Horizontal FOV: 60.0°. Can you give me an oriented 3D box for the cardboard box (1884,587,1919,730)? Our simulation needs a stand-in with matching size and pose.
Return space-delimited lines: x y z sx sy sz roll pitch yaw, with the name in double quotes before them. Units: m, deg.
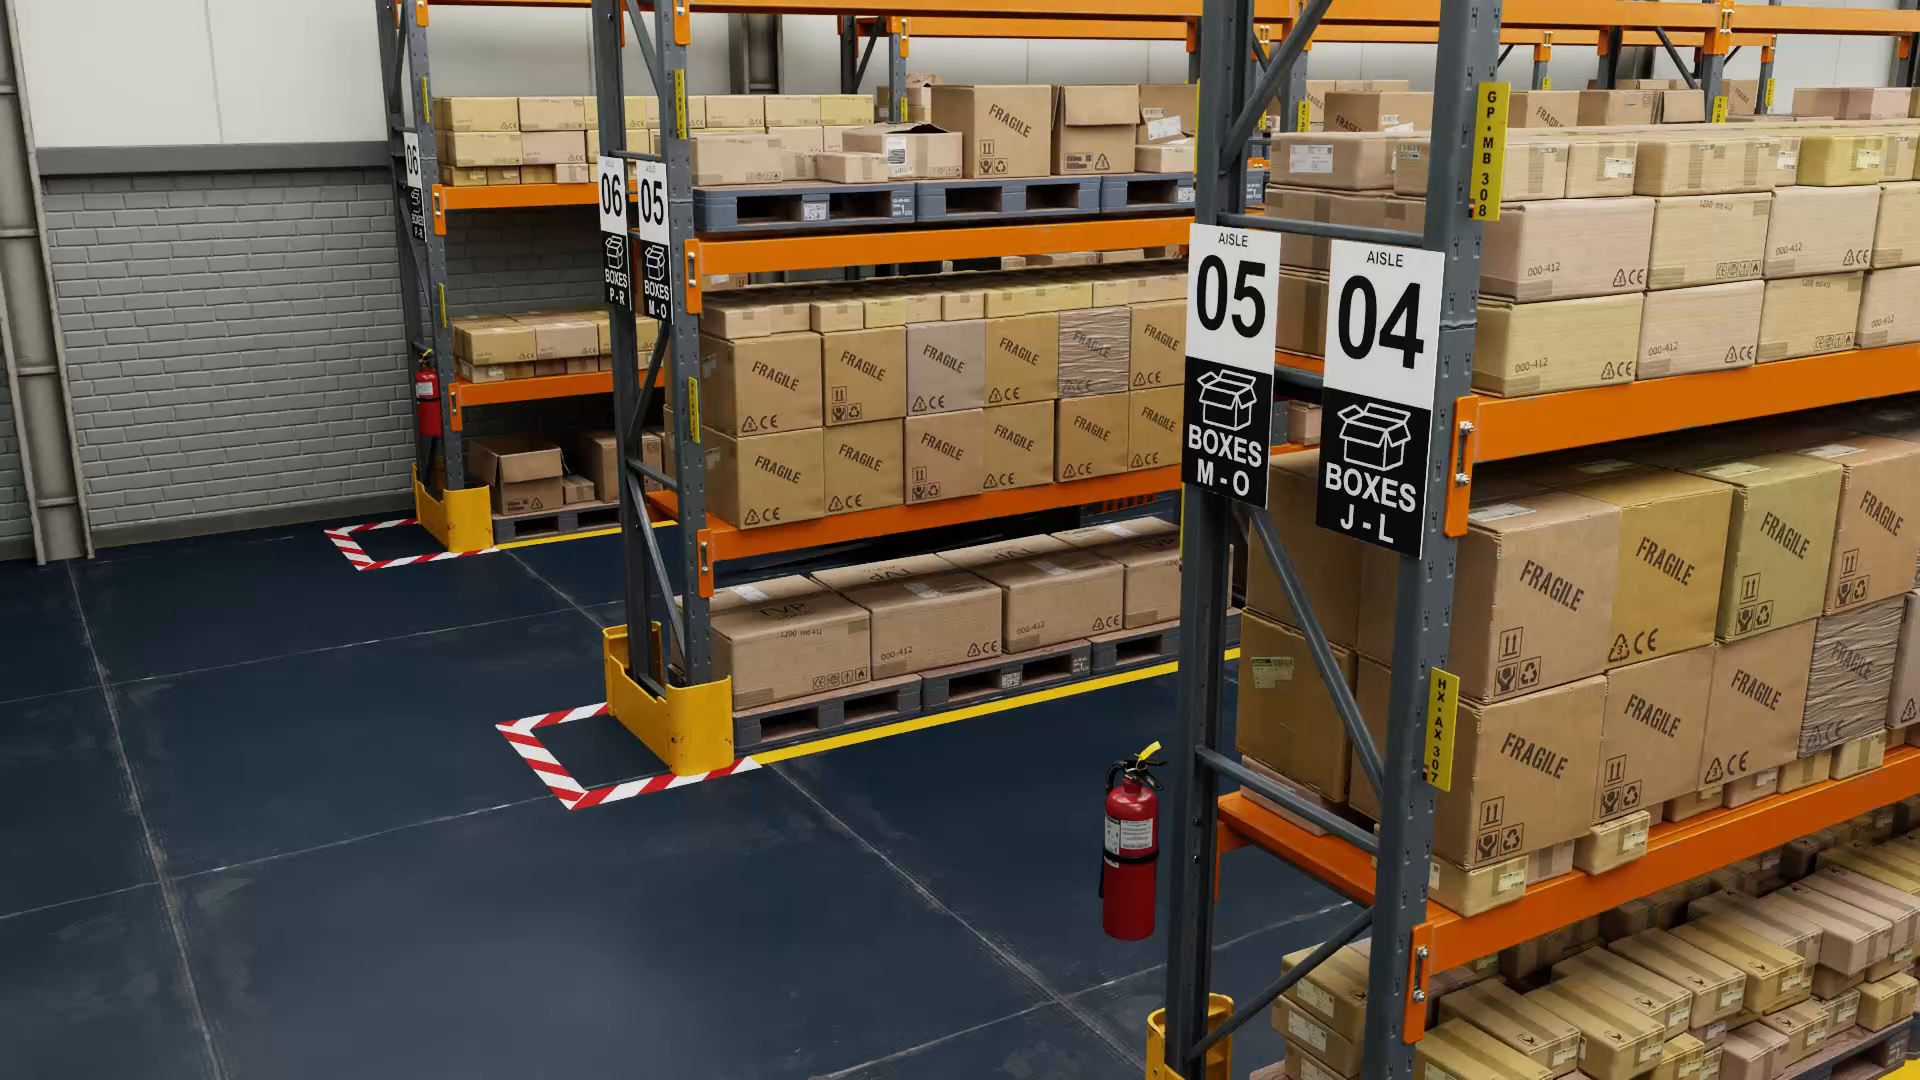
"cardboard box" 3.289 0.323 5.963 0.500 0.500 0.500 -9 18 -30

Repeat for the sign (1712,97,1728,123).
"sign" 5.502 -3.048 12.063 0.005 0.325 0.100 -9 18 -30

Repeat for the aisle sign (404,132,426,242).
"aisle sign" -4.101 -2.656 12.511 0.004 0.787 0.394 -9 18 -30

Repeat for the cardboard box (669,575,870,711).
"cardboard box" -1.120 0.583 9.743 0.875 0.438 0.875 -10 18 -32

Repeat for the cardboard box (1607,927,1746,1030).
"cardboard box" 2.495 1.526 5.811 0.250 0.149 0.380 -8 18 -28

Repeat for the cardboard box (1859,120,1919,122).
"cardboard box" 3.620 -1.501 6.263 0.250 0.149 0.380 -9 18 -30

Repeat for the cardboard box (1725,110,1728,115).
"cardboard box" 8.968 -5.094 19.970 0.250 0.149 0.380 -10 18 -31

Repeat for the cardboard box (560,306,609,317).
"cardboard box" -3.066 -1.817 14.062 0.500 0.250 0.500 -9 18 -28

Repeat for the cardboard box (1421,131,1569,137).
"cardboard box" 1.617 -1.169 5.079 0.250 0.149 0.380 -10 18 -31

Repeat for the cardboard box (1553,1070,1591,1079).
"cardboard box" 1.847 1.786 5.433 0.250 0.149 0.380 -9 18 -30

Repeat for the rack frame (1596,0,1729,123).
"rack frame" 5.224 -4.335 12.201 0.127 3.000 1.000 -9 18 -30

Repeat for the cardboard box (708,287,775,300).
"cardboard box" -1.224 -1.313 9.297 0.250 0.149 0.380 -9 18 -29

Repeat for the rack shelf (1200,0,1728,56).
"rack shelf" 3.509 -3.518 11.360 4.000 0.370 1.077 -9 18 -30

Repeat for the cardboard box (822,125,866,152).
"cardboard box" -1.049 -3.428 14.251 0.500 0.250 0.500 -9 18 -30

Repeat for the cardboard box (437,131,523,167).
"cardboard box" -3.672 -2.996 12.708 0.500 0.250 0.500 -9 18 -30

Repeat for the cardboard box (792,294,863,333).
"cardboard box" -0.717 -1.224 8.978 0.250 0.149 0.380 -9 18 -28

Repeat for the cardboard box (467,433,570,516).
"cardboard box" -3.620 -0.545 13.644 0.637 0.503 0.797 -10 19 -32

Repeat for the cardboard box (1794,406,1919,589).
"cardboard box" 3.281 -0.163 5.844 0.500 0.500 0.500 -9 18 -28

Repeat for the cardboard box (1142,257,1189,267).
"cardboard box" 1.391 -1.748 10.849 0.250 0.149 0.380 -10 18 -31

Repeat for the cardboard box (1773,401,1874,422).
"cardboard box" 3.034 -0.287 6.286 0.500 0.500 0.500 -9 18 -29

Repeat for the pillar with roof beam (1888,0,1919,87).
"pillar with roof beam" 15.821 -6.544 20.084 0.400 9.000 9.100 -9 18 -30

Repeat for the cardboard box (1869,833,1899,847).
"cardboard box" 3.784 1.301 7.164 0.250 0.149 0.380 -9 18 -29

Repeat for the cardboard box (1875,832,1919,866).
"cardboard box" 3.851 1.316 6.559 0.250 0.149 0.380 -9 18 -30

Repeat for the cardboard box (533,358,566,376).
"cardboard box" -3.369 -1.434 13.432 0.250 0.149 0.380 -9 18 -30

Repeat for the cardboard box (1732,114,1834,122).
"cardboard box" 6.516 -3.159 13.372 0.637 0.503 0.797 -9 18 -30

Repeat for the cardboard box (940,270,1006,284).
"cardboard box" 0.075 -1.541 10.109 0.250 0.149 0.380 -9 18 -30

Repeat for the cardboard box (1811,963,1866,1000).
"cardboard box" 3.164 1.552 6.267 0.250 0.149 0.380 -10 19 -32

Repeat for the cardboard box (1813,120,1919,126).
"cardboard box" 3.374 -1.475 6.171 0.250 0.149 0.380 -10 18 -31

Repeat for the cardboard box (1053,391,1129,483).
"cardboard box" 0.667 -0.668 10.052 0.500 0.500 0.500 -10 18 -31

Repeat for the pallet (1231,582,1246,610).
"pallet" 2.417 0.328 11.848 1.213 0.211 1.003 -9 18 -30

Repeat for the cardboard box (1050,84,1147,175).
"cardboard box" 0.655 -2.439 9.843 0.637 0.503 0.797 -8 17 -25

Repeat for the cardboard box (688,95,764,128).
"cardboard box" -1.943 -3.527 13.678 0.500 0.250 0.500 -9 18 -29

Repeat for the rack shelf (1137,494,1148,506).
"rack shelf" 1.524 -0.420 14.548 0.103 0.180 0.258 -12 20 -37

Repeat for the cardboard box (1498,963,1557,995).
"cardboard box" 2.035 1.599 6.101 0.250 0.149 0.380 -9 18 -30

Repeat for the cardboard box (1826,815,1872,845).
"cardboard box" 3.571 1.196 6.986 0.250 0.149 0.380 -9 18 -30

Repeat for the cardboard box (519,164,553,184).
"cardboard box" -3.361 -2.870 12.999 0.250 0.149 0.380 -9 18 -29

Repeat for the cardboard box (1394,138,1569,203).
"cardboard box" 1.397 -1.000 4.475 0.250 0.149 0.380 -9 18 -30

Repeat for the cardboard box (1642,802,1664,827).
"cardboard box" 2.055 0.811 5.423 0.250 0.149 0.380 -8 18 -27

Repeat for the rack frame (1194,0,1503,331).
"rack frame" 1.002 -2.091 4.198 0.127 3.000 1.000 -9 18 -30

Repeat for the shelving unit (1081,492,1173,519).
"shelving unit" 1.371 -0.387 14.431 1.200 0.189 0.258 -12 20 -37

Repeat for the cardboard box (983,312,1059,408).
"cardboard box" 0.228 -1.081 9.670 0.500 0.500 0.500 -9 18 -29

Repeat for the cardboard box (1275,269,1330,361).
"cardboard box" 1.256 -0.699 5.067 0.500 0.250 0.500 -10 18 -31

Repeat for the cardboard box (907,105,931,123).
"cardboard box" -0.283 -3.695 14.427 0.250 0.149 0.380 -9 18 -28

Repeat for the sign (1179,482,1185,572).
"sign" 0.733 -0.044 5.277 0.005 0.325 0.100 -9 18 -30

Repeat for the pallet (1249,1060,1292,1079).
"pallet" 1.782 2.025 5.796 1.213 0.211 1.003 -9 18 -30

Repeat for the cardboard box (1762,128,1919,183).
"cardboard box" 2.743 -1.209 5.221 0.250 0.149 0.380 -9 18 -28

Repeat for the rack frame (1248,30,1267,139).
"rack frame" 2.664 -5.482 16.296 0.127 3.000 1.000 -9 18 -30

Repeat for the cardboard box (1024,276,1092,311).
"cardboard box" 0.566 -1.452 9.794 0.250 0.149 0.380 -10 18 -31

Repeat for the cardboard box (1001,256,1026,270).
"cardboard box" 0.209 -2.376 15.364 0.500 0.500 0.700 -9 18 -29

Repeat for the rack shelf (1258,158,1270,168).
"rack shelf" 4.378 -3.970 17.790 4.000 0.370 1.077 -9 18 -30

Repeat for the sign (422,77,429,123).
"sign" -3.914 -3.221 12.168 0.005 0.325 0.100 -9 18 -30

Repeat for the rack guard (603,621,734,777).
"rack guard" -1.655 0.873 9.369 0.348 0.500 1.175 -9 18 -30

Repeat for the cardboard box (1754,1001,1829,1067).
"cardboard box" 2.935 1.751 6.110 0.250 0.149 0.380 -9 18 -30

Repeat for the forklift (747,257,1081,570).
"forklift" -0.494 -1.308 12.646 3.031 2.935 1.130 -12 20 -36

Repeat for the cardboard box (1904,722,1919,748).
"cardboard box" 3.431 0.615 6.123 0.250 0.149 0.380 -10 19 -32

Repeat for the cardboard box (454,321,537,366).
"cardboard box" -3.666 -1.554 13.121 0.500 0.250 0.500 -9 18 -29

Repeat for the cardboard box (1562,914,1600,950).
"cardboard box" 2.183 1.391 6.293 0.250 0.149 0.380 -8 18 -28
